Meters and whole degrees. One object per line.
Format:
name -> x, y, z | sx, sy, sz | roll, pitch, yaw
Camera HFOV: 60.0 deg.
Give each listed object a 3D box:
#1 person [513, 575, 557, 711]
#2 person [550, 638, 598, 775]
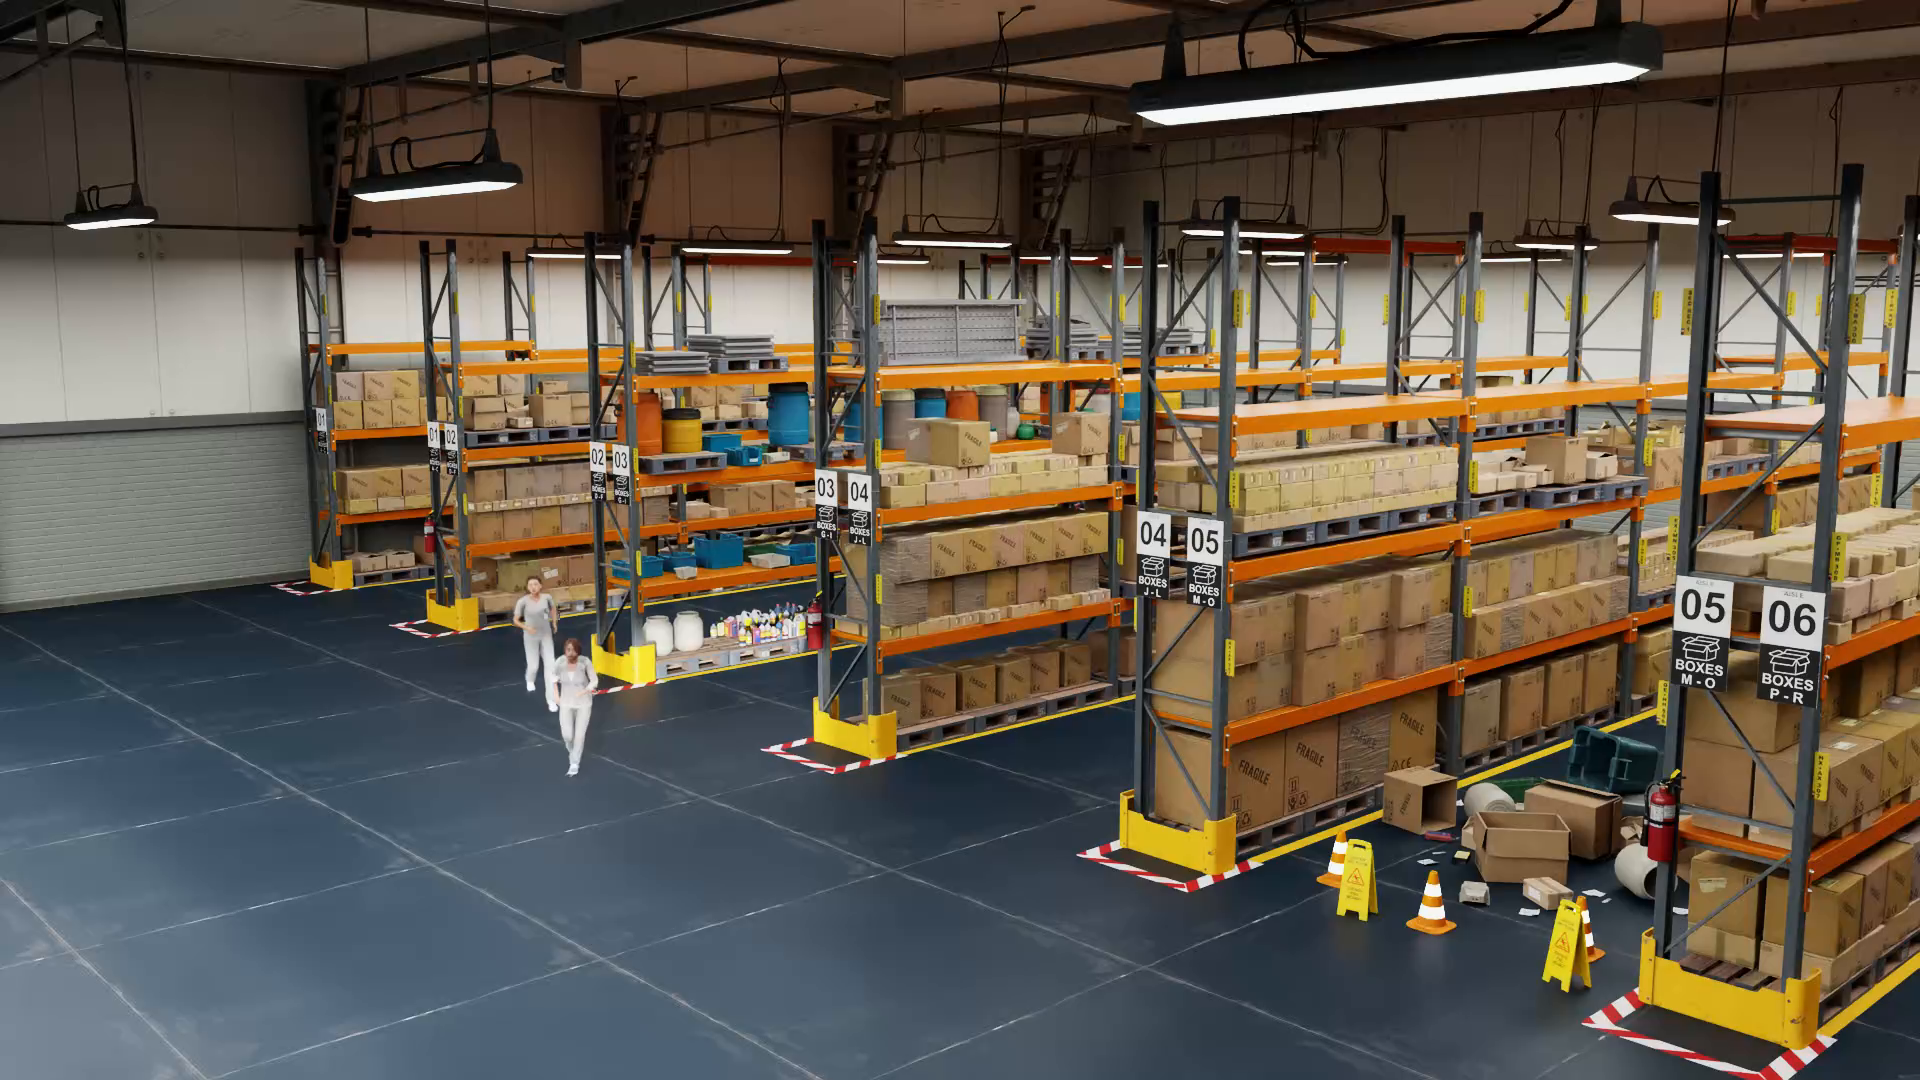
person -> -5.358, 1.267, 21.087 | 0.576, 1.666, 0.988 | -4, 9, -26
person -> -4.144, 1.796, 17.882 | 0.511, 1.537, 0.588 | -1, 8, -9
